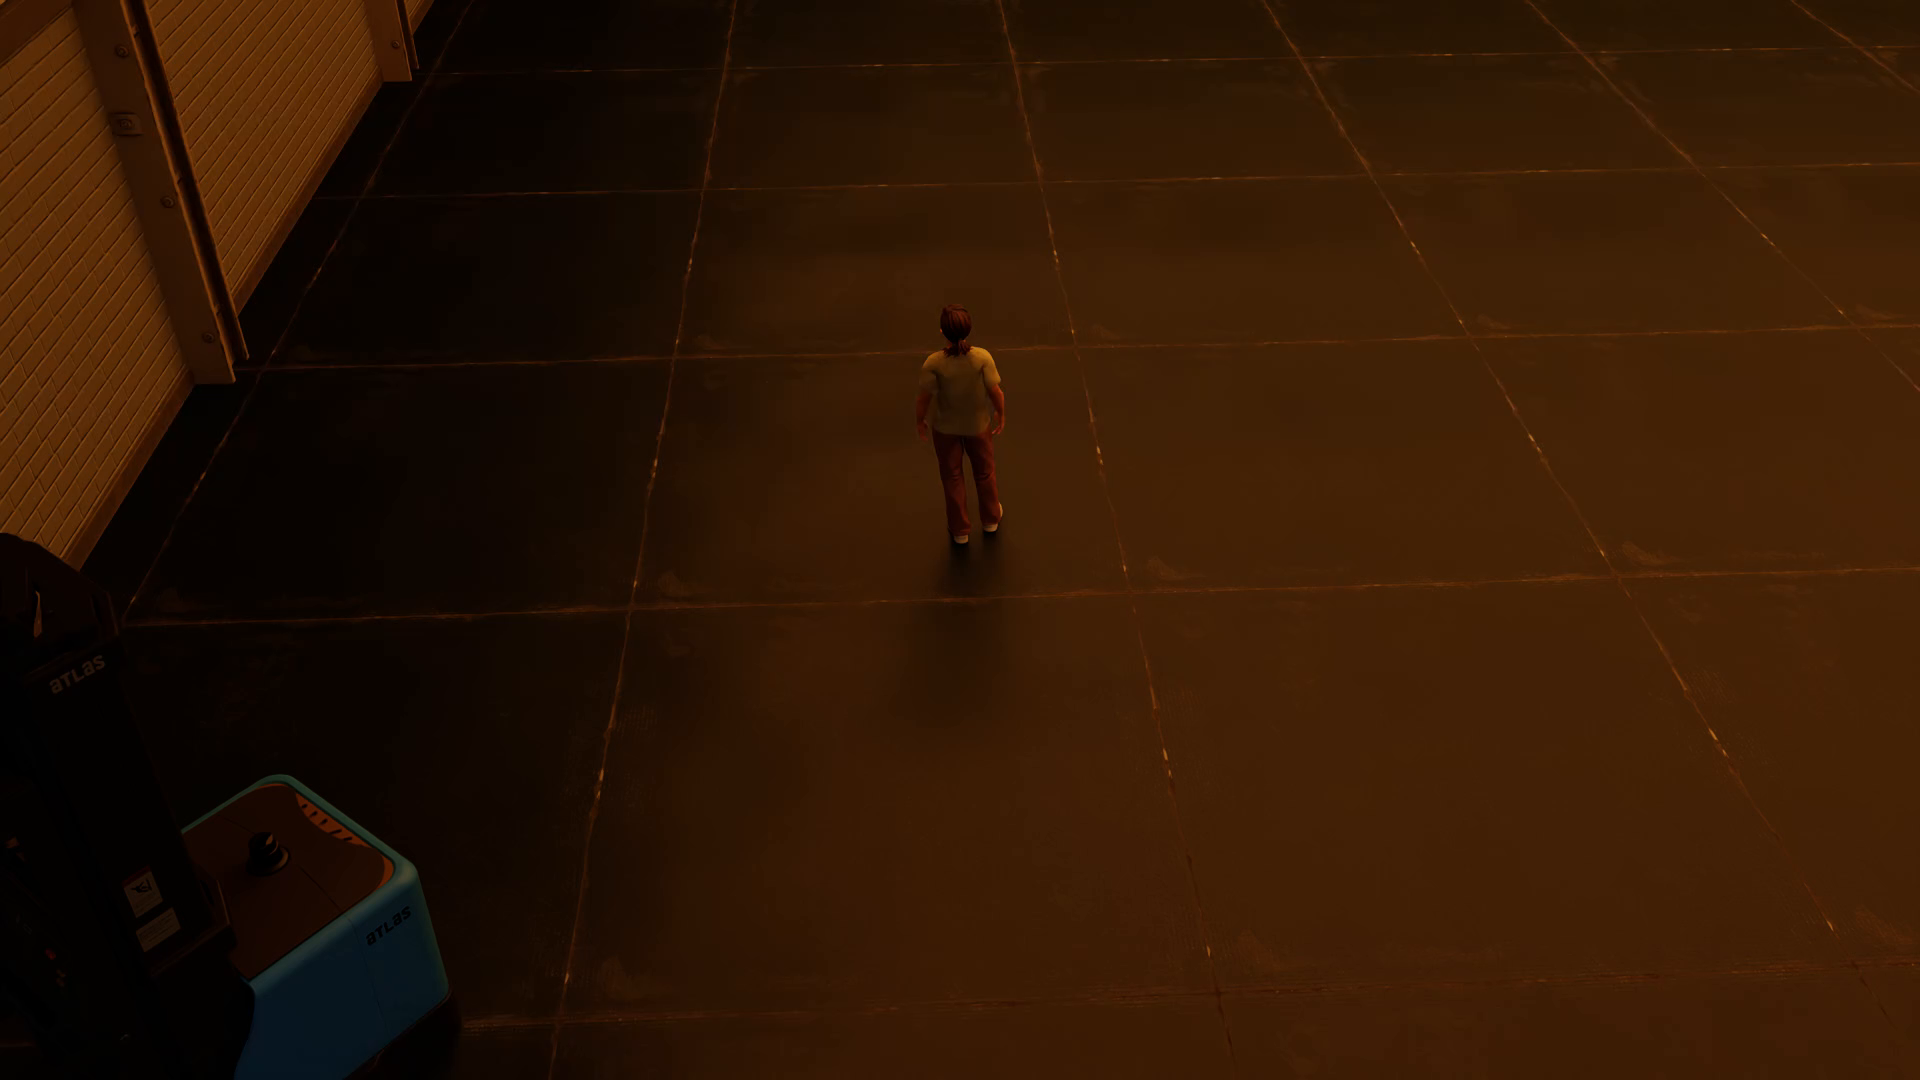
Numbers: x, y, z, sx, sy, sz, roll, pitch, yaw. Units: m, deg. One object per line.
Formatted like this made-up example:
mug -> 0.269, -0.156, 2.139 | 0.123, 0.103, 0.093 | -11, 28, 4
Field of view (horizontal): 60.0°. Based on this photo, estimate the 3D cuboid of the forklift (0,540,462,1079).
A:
forklift -> -3.518, 1.545, 5.890 | 1.130, 2.935, 3.031 | 24, 43, 30

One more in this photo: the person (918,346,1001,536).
person -> 0.006, -0.627, 10.079 | 0.519, 1.363, 0.396 | -2, 36, -2
